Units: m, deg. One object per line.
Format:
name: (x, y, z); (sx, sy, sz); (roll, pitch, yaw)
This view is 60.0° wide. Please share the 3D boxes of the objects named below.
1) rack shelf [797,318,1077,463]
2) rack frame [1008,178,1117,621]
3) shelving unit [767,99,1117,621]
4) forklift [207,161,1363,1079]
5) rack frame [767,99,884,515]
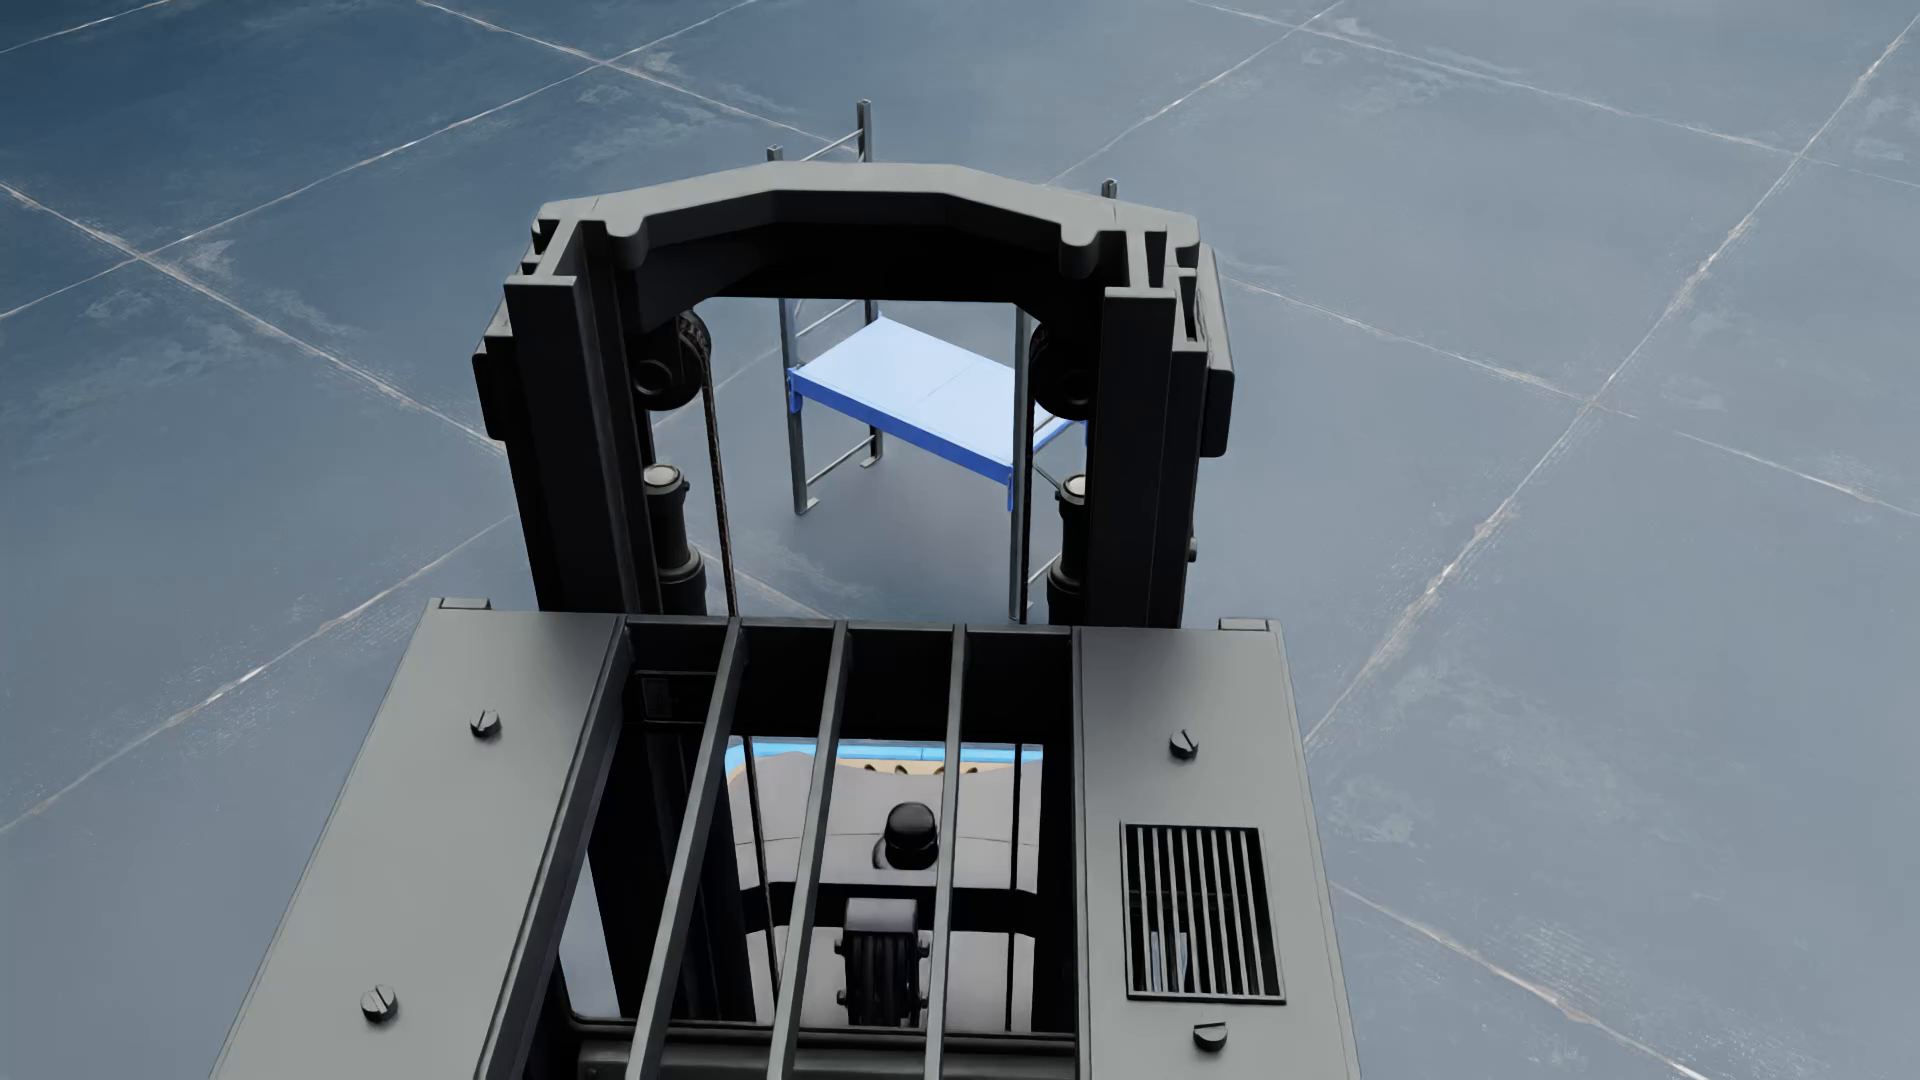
rack shelf: (-0.068, -0.519, 5.909); (0.952, 0.062, 0.459); (25, 45, 29)
rack frame: (0.336, -0.432, 5.585); (0.032, 1.500, 0.500); (25, 45, 29)
shelving unit: (-0.068, -0.622, 5.828); (1.048, 1.500, 0.500); (25, 45, 29)
forklift: (-0.149, 1.082, 2.490); (1.130, 2.935, 3.031); (1, 38, 2)
rack frame: (-0.472, -0.813, 6.072); (0.032, 1.500, 0.500); (25, 45, 29)
